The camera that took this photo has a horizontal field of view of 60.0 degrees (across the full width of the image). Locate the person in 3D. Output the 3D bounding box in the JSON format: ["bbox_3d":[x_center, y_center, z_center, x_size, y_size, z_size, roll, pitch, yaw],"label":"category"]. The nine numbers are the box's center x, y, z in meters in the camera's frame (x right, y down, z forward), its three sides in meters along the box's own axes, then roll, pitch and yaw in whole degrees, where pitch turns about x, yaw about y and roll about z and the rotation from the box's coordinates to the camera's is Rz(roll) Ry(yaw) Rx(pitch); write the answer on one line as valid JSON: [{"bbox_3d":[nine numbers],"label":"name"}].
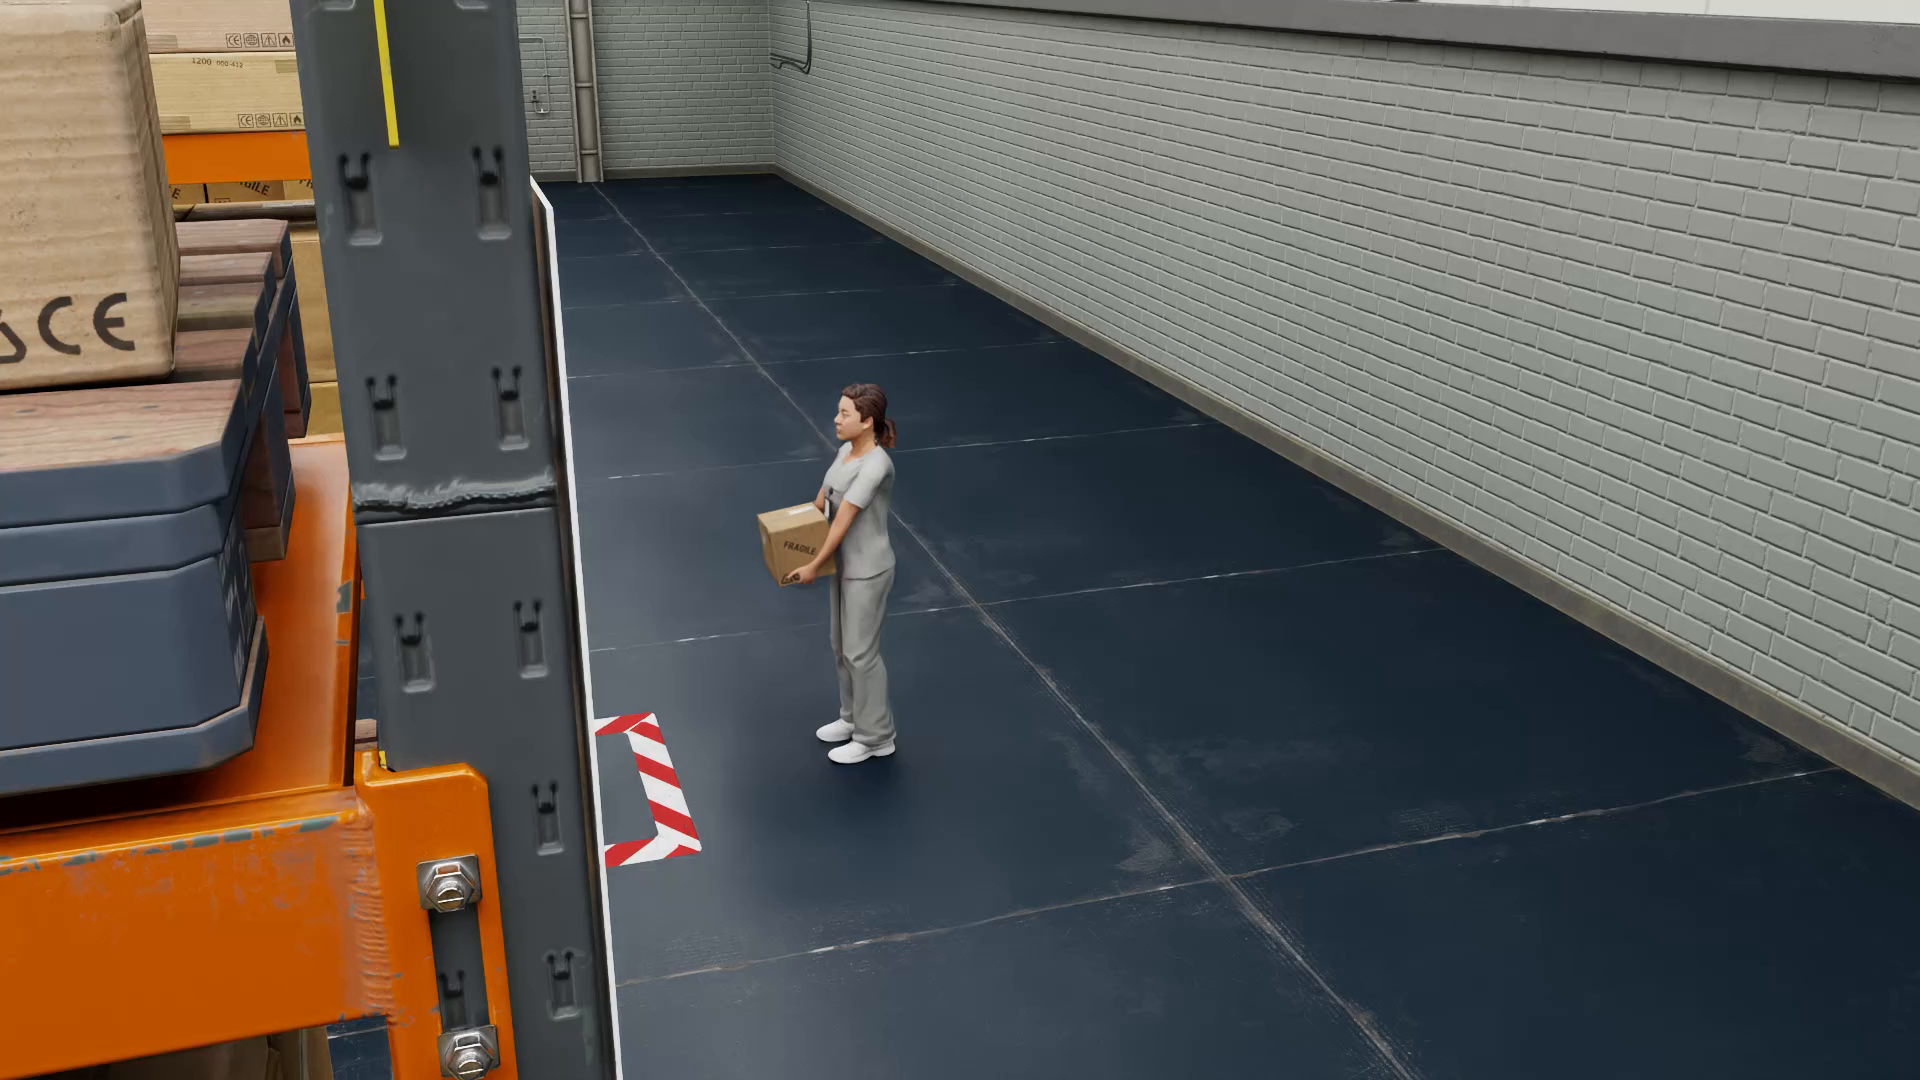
[{"bbox_3d":[-0.511,0.148,7.167,0.536,1.667,0.409,-6,20,-18],"label":"person"}]
